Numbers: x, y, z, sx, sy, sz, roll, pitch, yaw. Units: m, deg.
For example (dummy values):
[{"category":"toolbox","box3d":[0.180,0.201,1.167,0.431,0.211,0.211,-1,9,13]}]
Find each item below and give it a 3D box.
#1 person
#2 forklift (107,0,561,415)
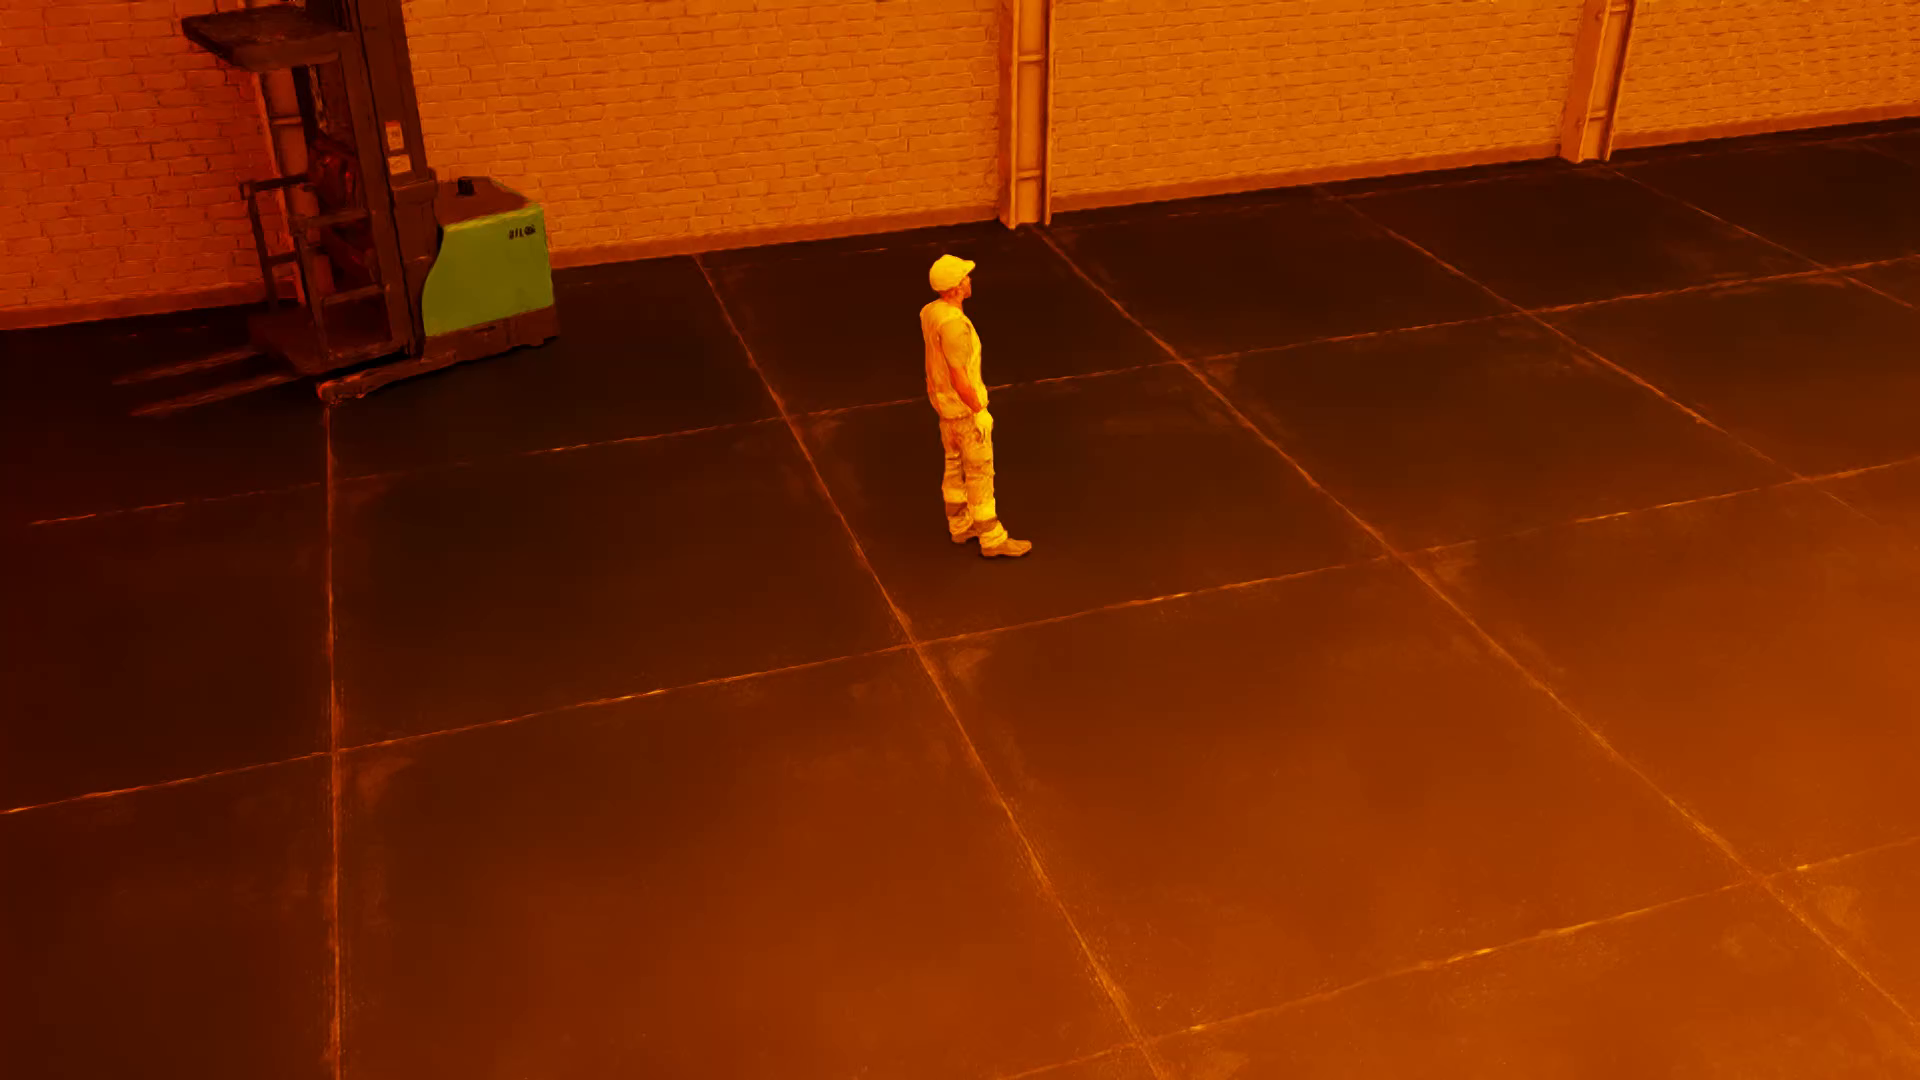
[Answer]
[{"category":"person","box3d":[0.080,-0.789,9.589,0.563,1.787,0.637,-10,31,-16]},{"category":"forklift","box3d":[-4.501,-2.513,11.454,3.031,2.935,1.130,-22,36,-33]}]
